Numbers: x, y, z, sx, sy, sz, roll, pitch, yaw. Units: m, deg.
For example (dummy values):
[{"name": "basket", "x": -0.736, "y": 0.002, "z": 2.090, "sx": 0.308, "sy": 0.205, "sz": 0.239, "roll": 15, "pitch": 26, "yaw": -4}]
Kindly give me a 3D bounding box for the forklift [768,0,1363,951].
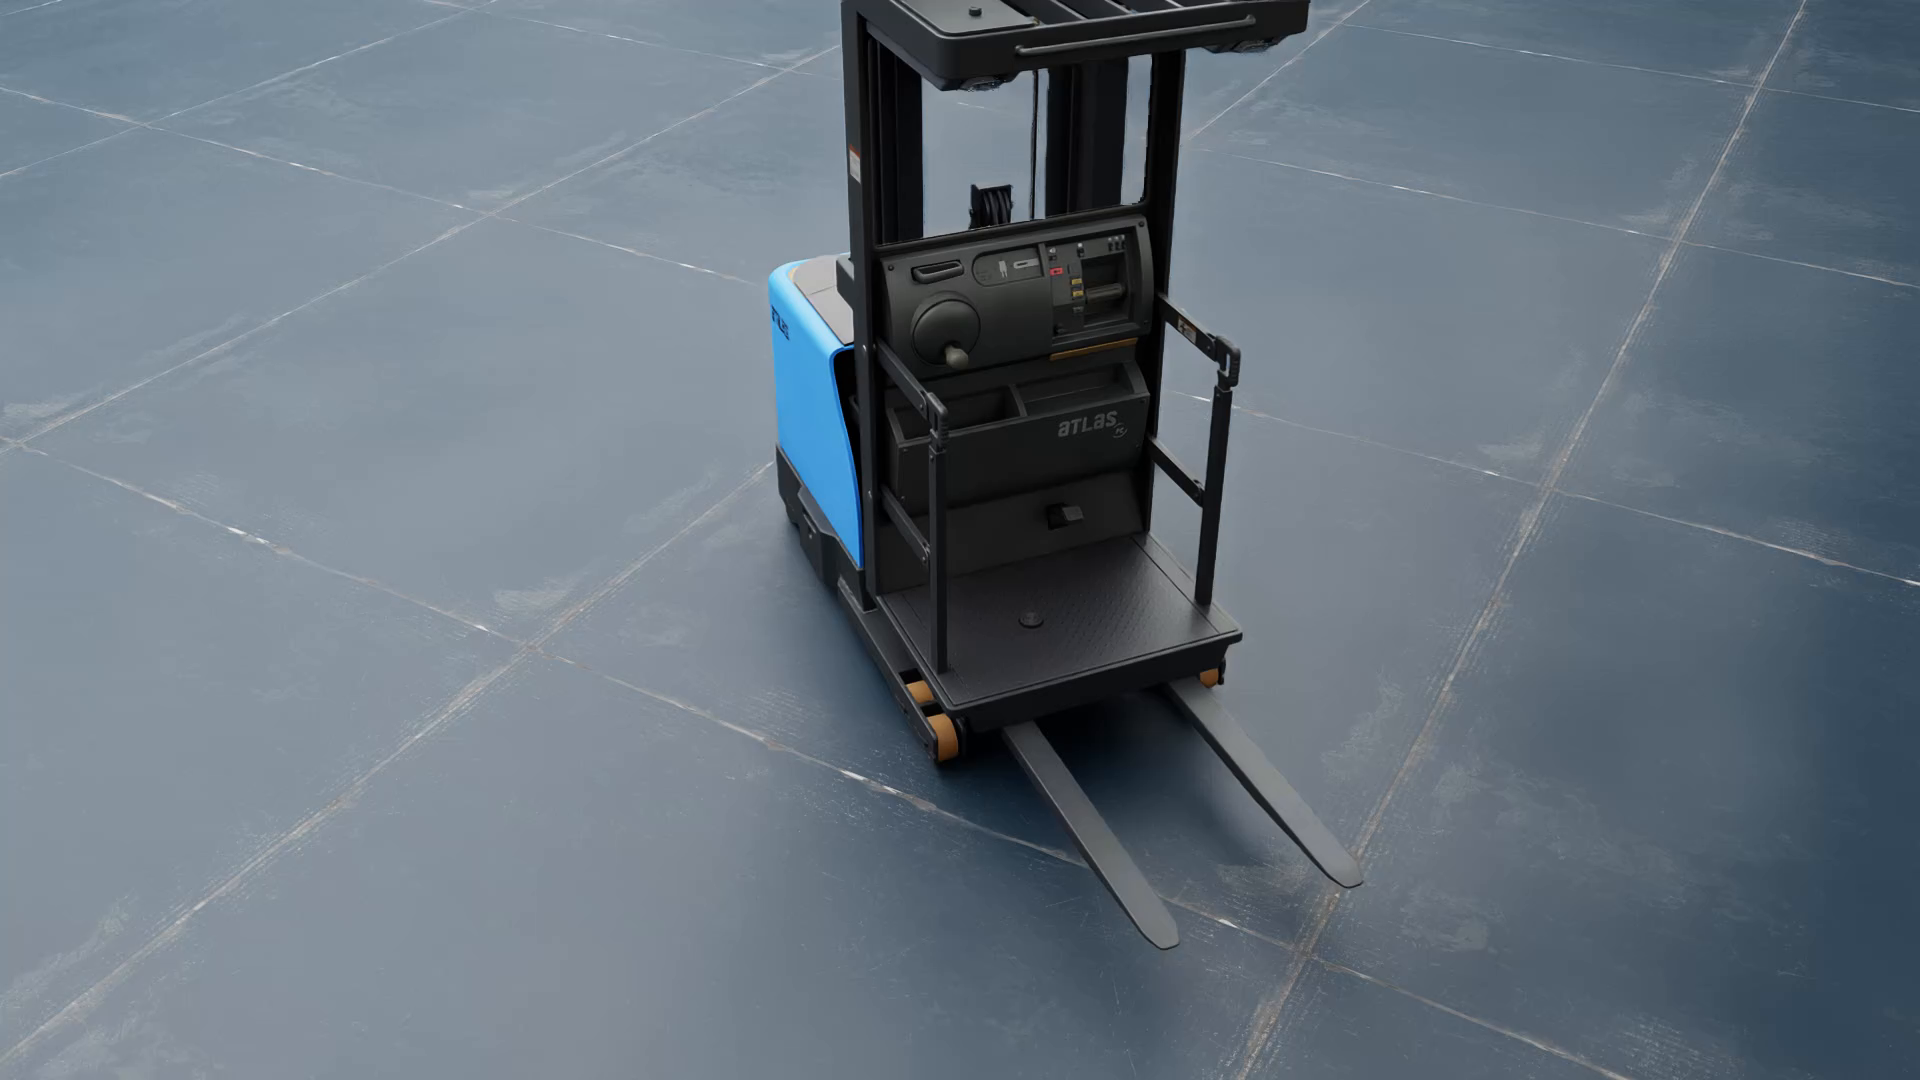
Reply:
[{"name": "forklift", "x": 0.284, "y": -0.737, "z": 5.213, "sx": 1.130, "sy": 2.935, "sz": 3.031, "roll": -13, "pitch": 36, "yaw": -19}]
